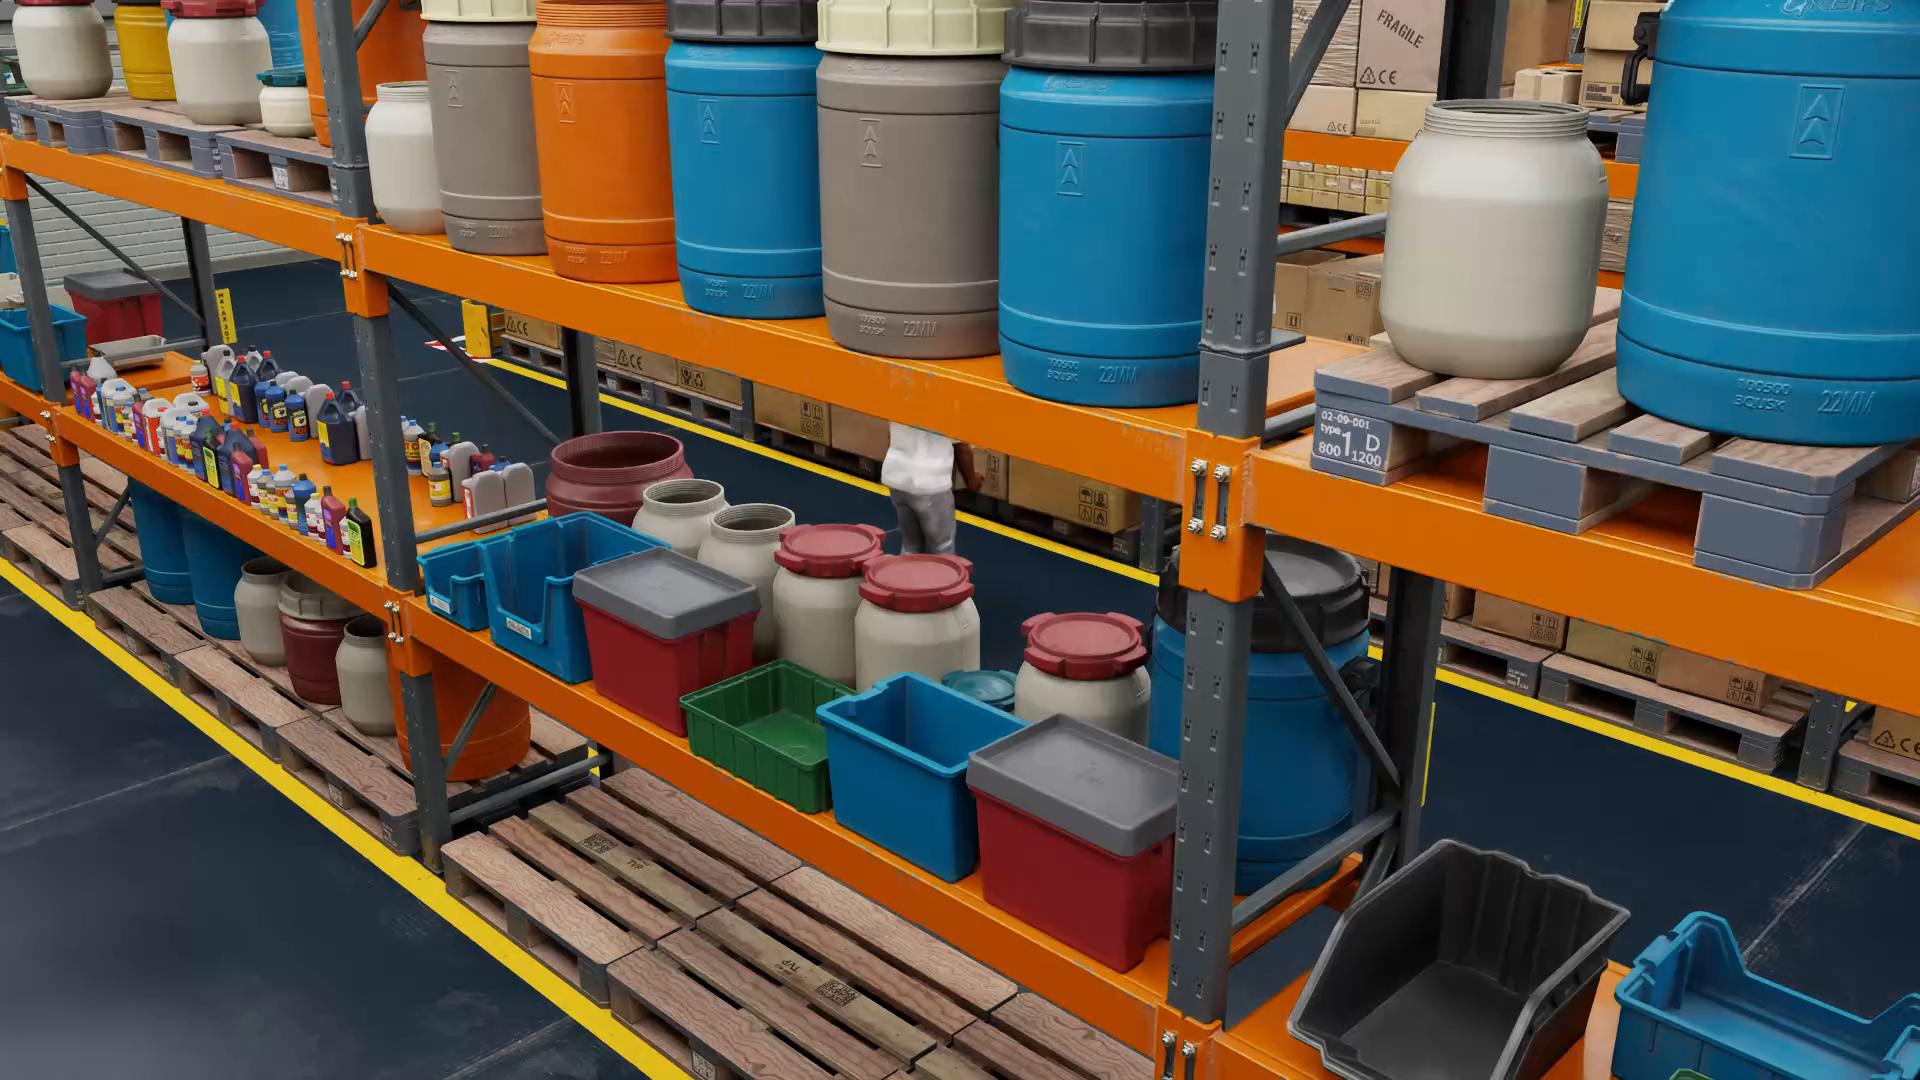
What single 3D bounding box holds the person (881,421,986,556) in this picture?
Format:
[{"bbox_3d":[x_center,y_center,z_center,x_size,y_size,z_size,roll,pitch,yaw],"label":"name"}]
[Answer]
[{"bbox_3d":[-0.162,-0.334,9.461,0.505,1.750,0.582,18,27,40],"label":"person"}]
